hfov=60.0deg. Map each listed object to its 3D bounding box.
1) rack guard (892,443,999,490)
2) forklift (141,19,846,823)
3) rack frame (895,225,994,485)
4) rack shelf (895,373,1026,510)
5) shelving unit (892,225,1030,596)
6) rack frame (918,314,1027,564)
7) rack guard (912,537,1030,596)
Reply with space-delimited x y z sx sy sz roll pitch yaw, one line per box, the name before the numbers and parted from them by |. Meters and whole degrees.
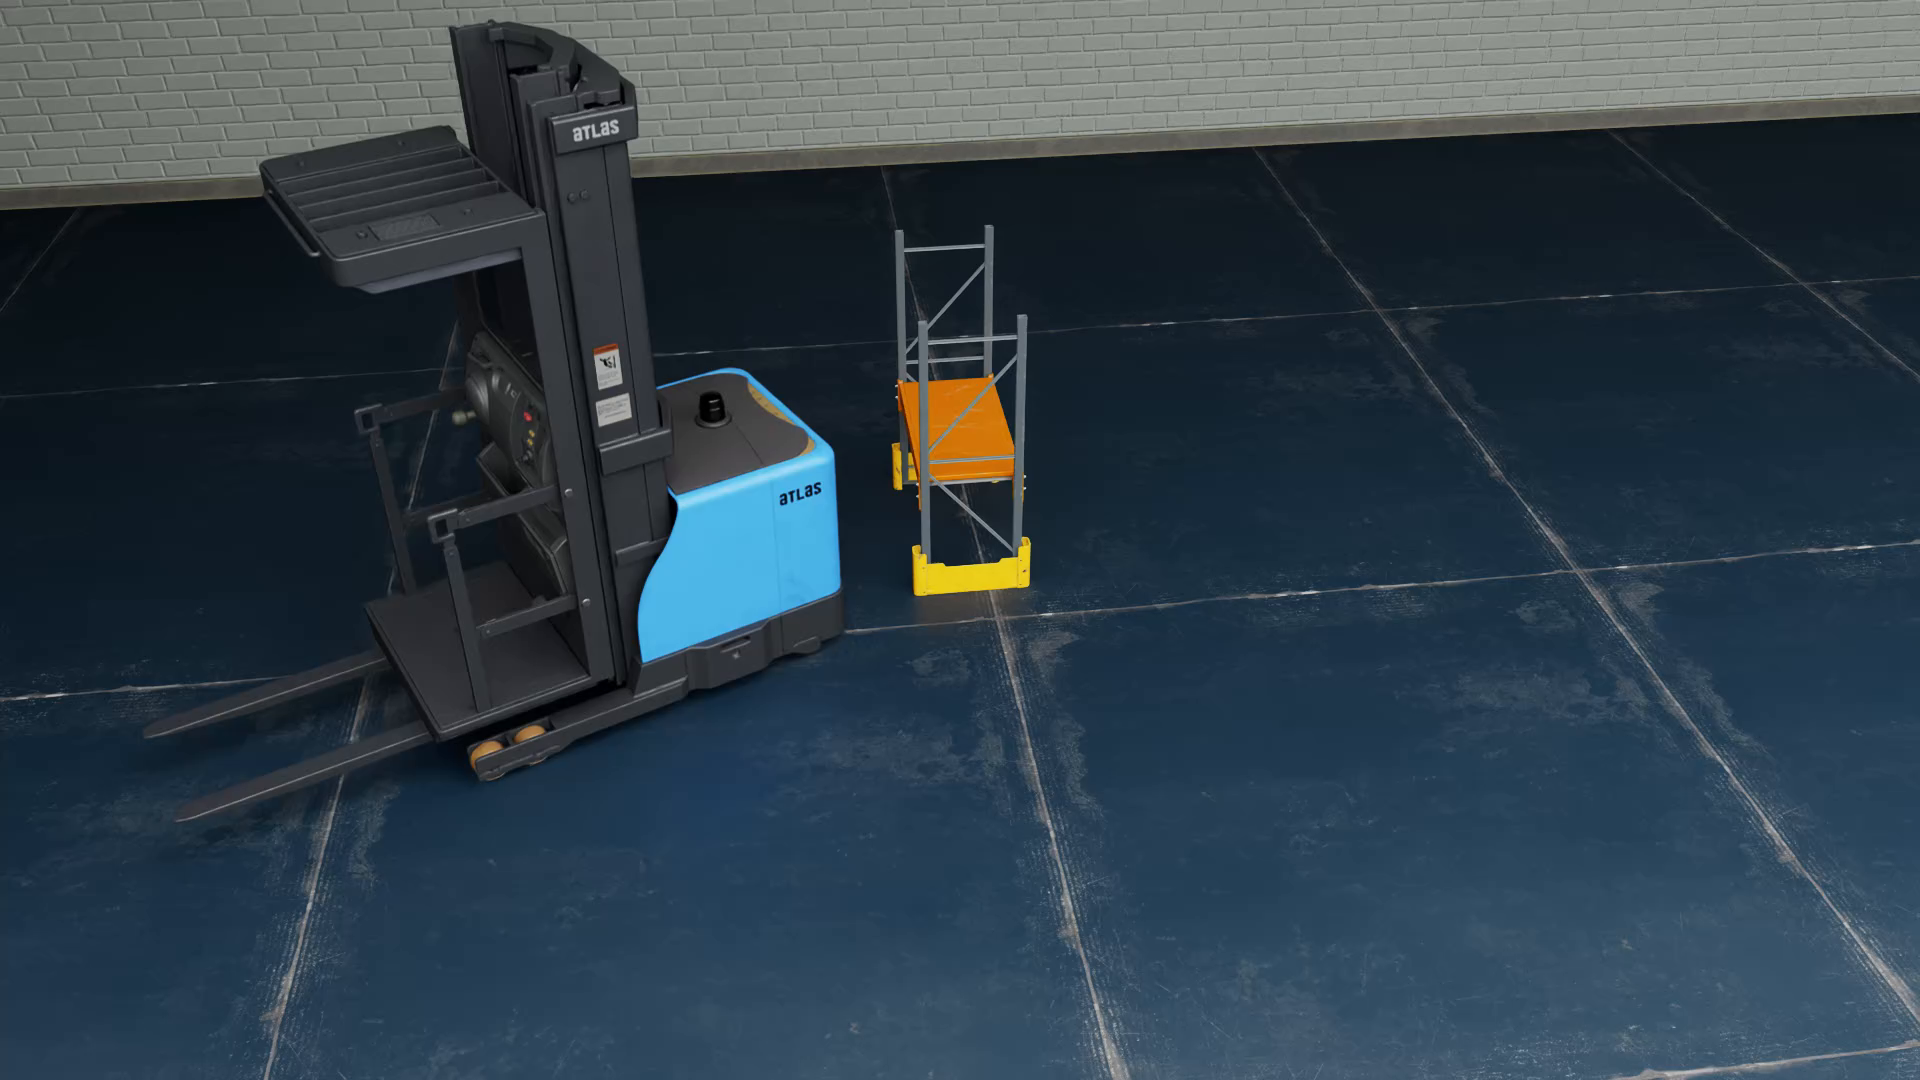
rack guard | -0.077 -0.424 9.150 0.587 0.250 0.087 -4 35 -6
forklift | -2.068 -0.509 6.895 3.031 2.935 1.130 -20 39 -27
rack frame | -0.080 -0.951 8.814 0.500 1.500 0.032 -4 35 -6
rack shelf | -0.011 -0.519 8.499 0.538 0.185 1.000 -4 35 -6
shelving unit | -0.010 -0.662 8.390 0.587 1.500 1.083 -4 35 -6
rack frame | 0.057 -0.384 7.981 0.500 1.500 0.032 -4 35 -6
rack guard | 0.057 0.132 8.334 0.587 0.250 0.087 -4 35 -6
